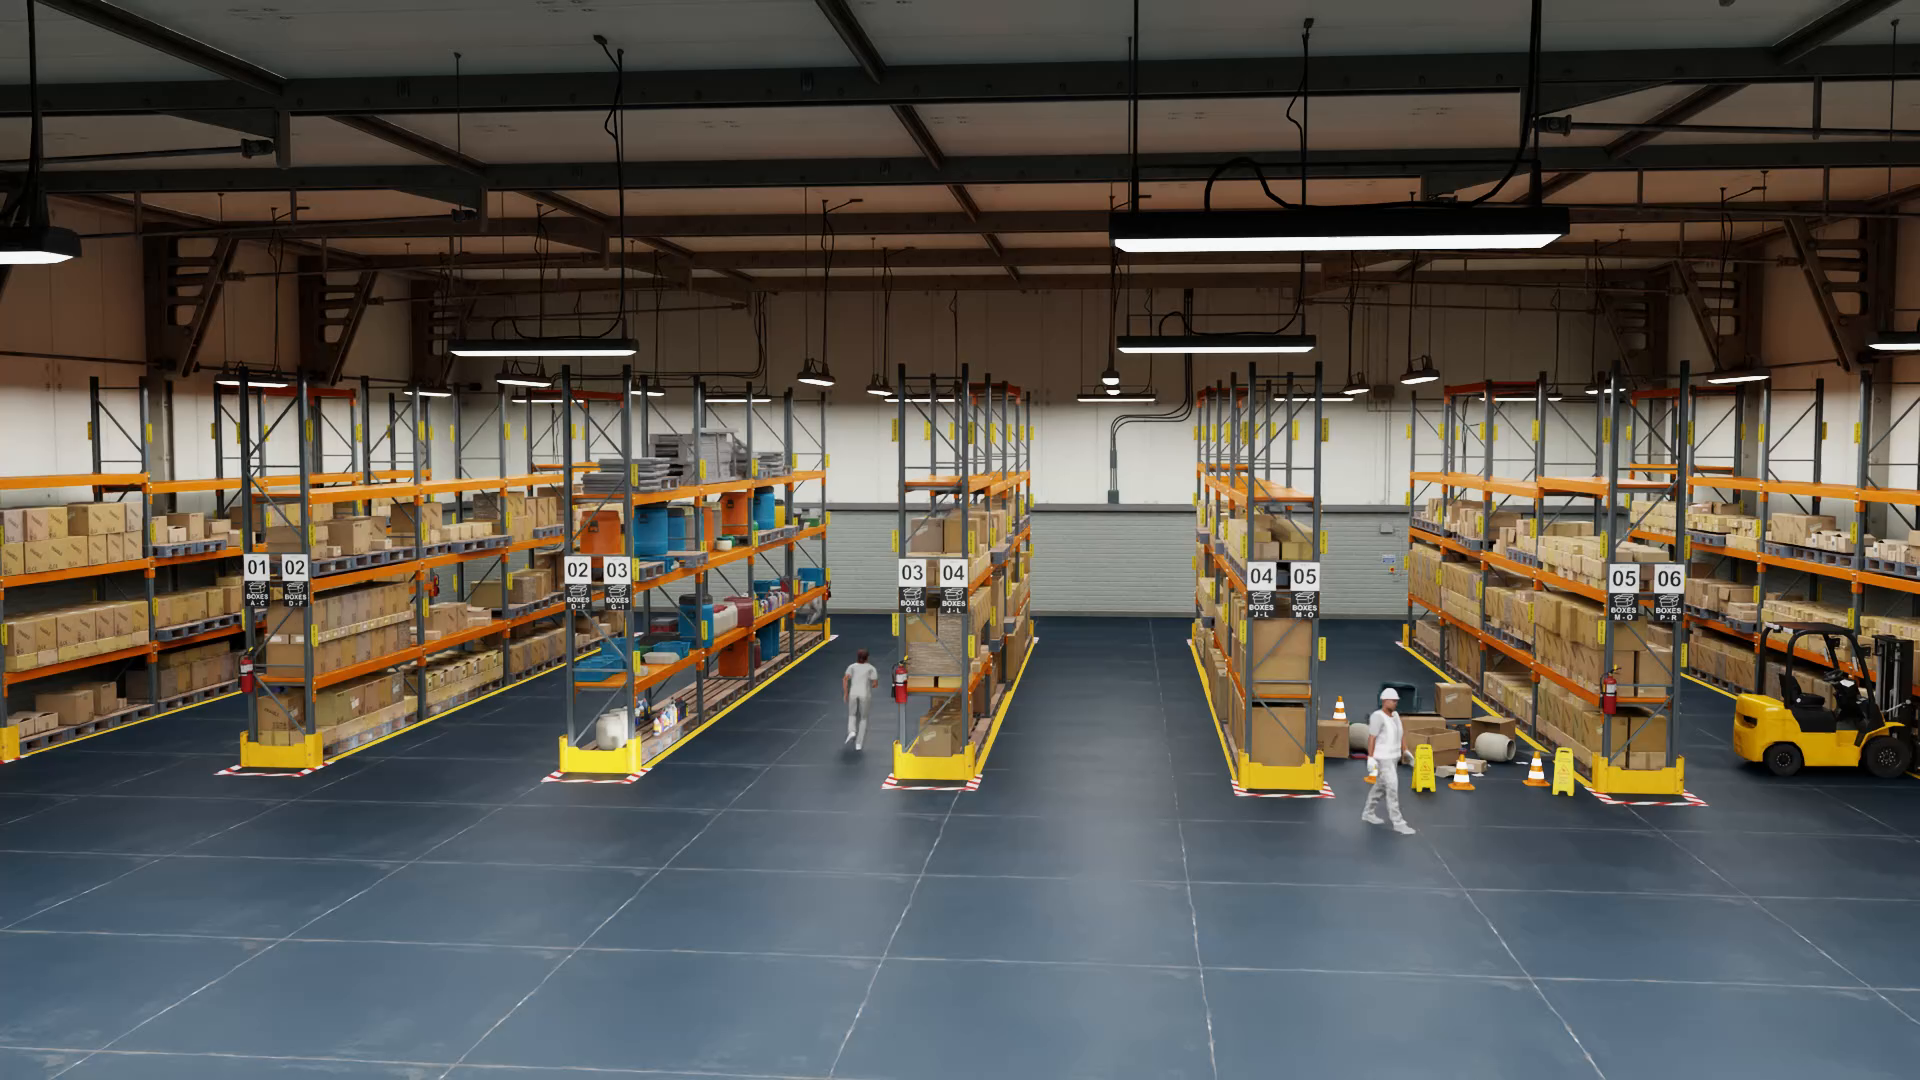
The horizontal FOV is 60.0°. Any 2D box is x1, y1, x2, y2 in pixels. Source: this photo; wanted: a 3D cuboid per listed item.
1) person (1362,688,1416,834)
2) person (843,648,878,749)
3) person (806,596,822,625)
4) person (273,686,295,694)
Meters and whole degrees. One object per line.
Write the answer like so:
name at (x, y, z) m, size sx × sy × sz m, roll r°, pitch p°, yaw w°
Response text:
person at (5.460, 2.753, 20.998) m, size 0.836 × 1.753 × 0.581 m, roll 3°, pitch 5°, yaw 38°
person at (-1.590, 2.520, 26.589) m, size 0.554 × 1.568 × 0.728 m, roll 0°, pitch 4°, yaw 7°
person at (-3.665, 1.523, 41.657) m, size 0.417 × 1.606 × 0.435 m, roll 0°, pitch 4°, yaw 0°
person at (-11.696, 2.338, 28.910) m, size 0.514 × 1.608 × 0.900 m, roll -1°, pitch 4°, yaw -9°
